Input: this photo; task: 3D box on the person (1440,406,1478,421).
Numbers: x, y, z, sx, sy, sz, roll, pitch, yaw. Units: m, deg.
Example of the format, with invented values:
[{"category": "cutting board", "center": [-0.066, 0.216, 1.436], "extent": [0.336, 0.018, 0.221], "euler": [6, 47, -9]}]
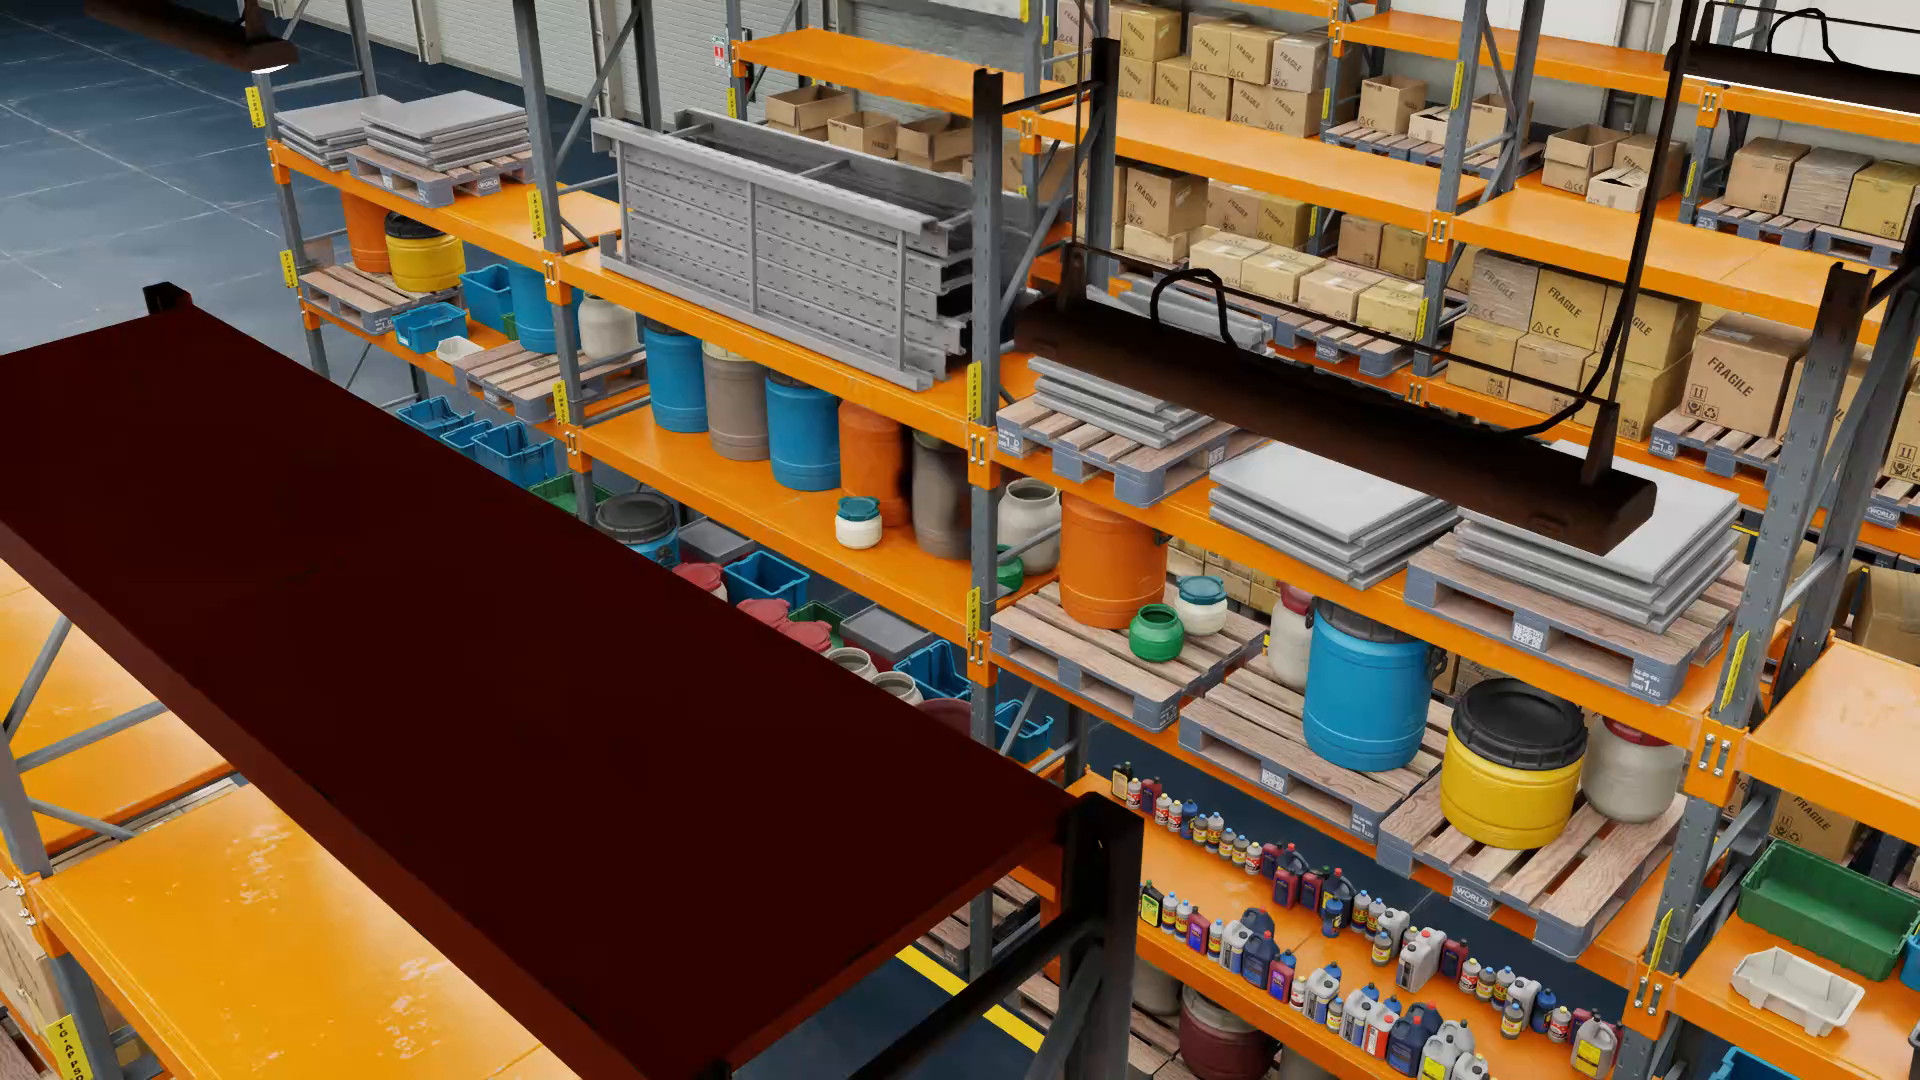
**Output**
[{"category": "person", "center": [4.764, -0.944, 16.113], "extent": [0.724, 1.806, 0.632], "euler": [13, 32, 22]}]
